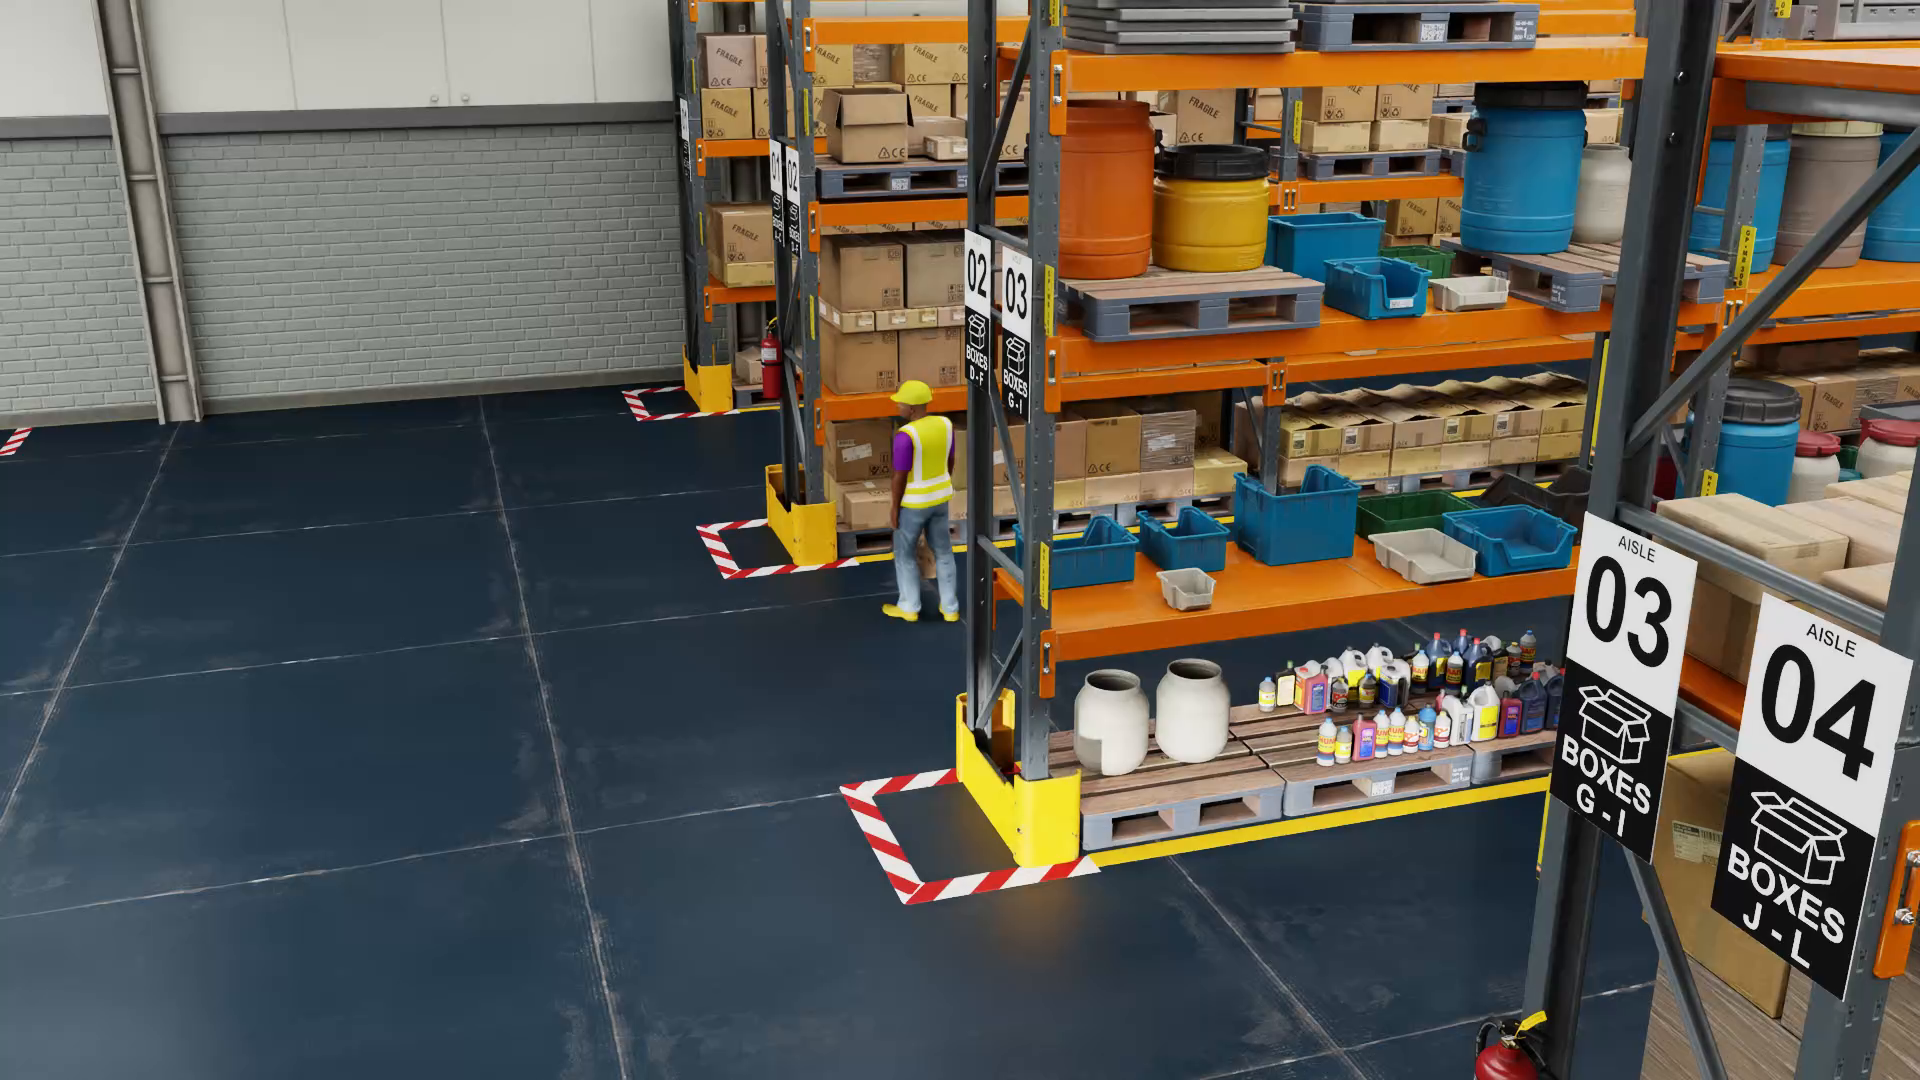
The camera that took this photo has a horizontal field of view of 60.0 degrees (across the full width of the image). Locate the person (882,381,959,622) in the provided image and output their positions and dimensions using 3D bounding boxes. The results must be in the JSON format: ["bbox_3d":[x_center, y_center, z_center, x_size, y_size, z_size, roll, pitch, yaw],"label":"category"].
[{"bbox_3d":[-0.282,-0.274,11.817,0.574,1.766,0.547,-16,25,-39],"label":"person"}]
